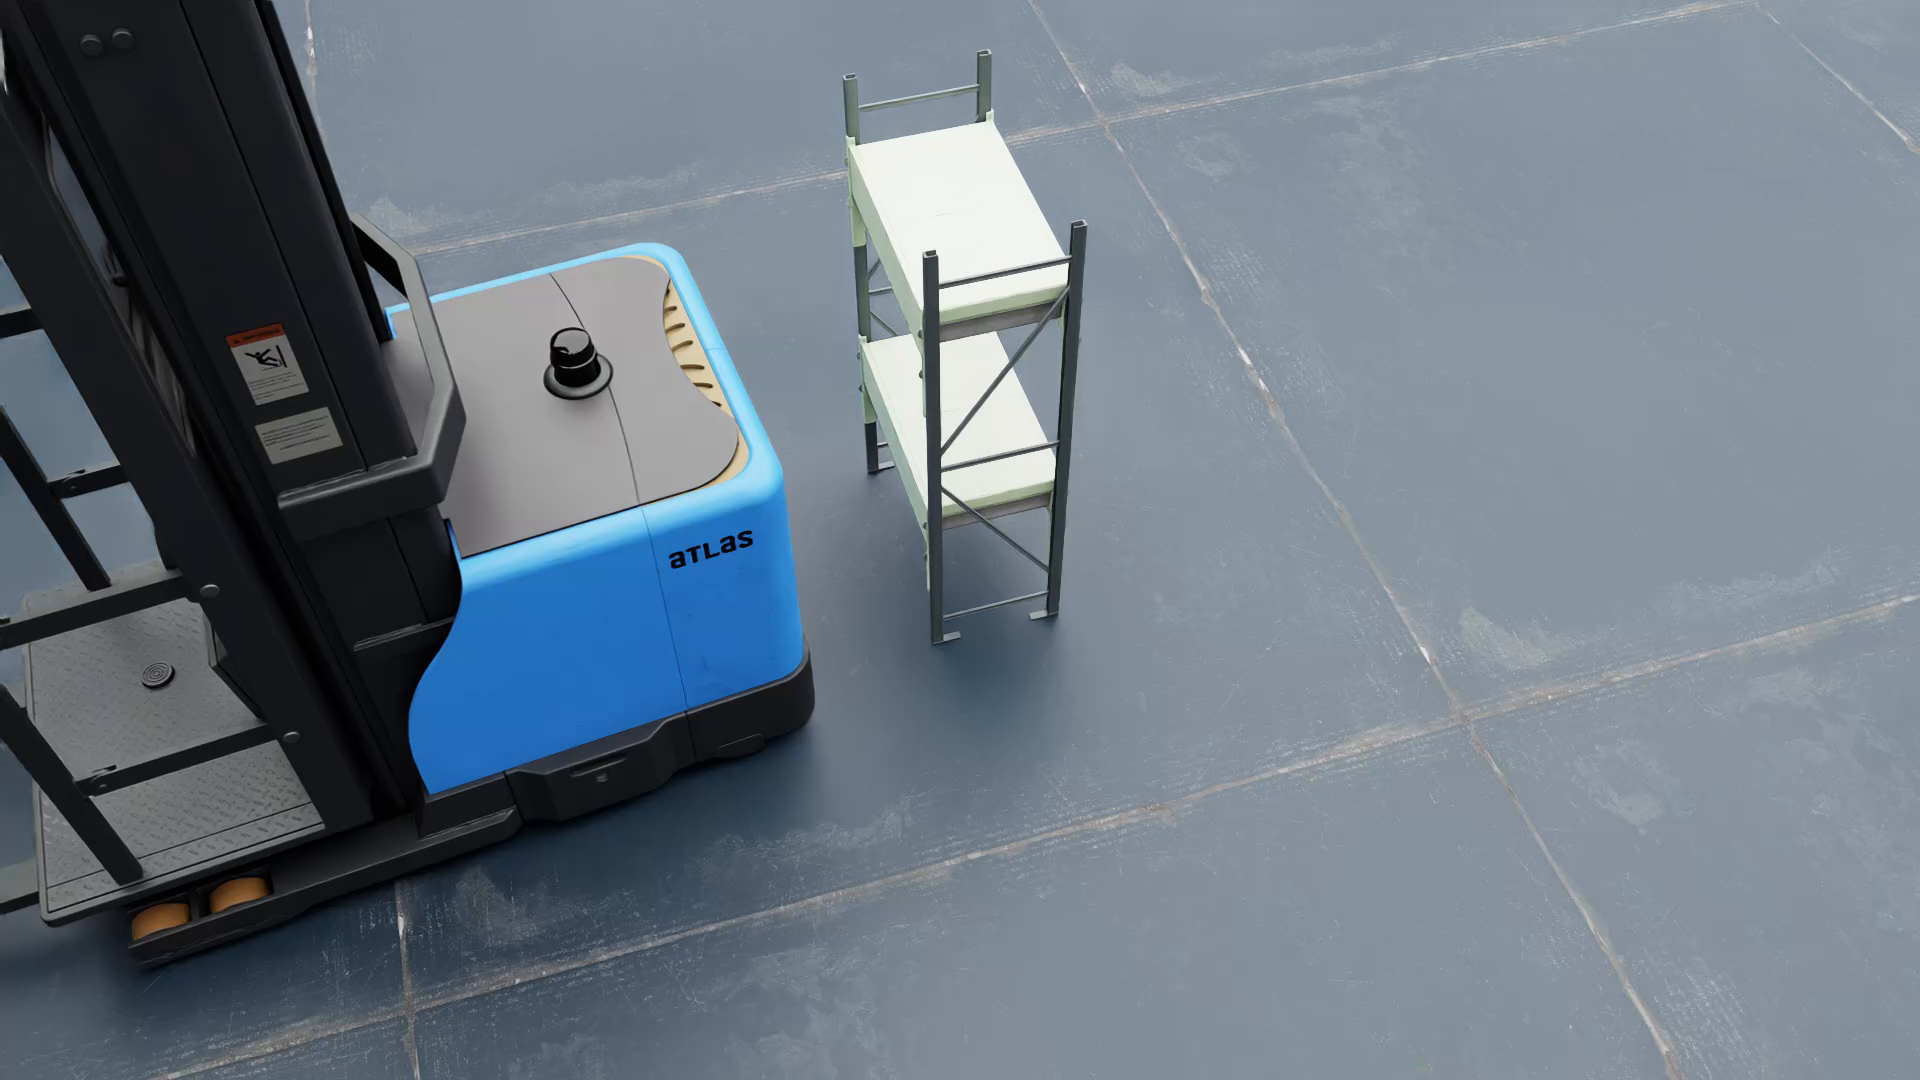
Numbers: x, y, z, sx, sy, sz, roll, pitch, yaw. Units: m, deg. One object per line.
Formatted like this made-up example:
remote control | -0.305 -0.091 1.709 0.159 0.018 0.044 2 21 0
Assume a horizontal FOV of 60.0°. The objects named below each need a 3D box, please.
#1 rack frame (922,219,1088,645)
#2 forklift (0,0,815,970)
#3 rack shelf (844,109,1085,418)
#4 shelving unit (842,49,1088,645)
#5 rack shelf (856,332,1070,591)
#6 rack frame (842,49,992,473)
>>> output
rack frame | 0.106 -0.221 4.455 0.400 1.500 0.023 -13 51 -11
forklift | -1.982 -0.314 3.597 3.031 2.935 1.130 -18 52 -14
rack shelf | -0.002 -0.740 4.382 0.431 0.370 0.720 -13 51 -11
shelving unit | -0.002 -0.488 4.681 0.431 1.500 0.755 -13 51 -11
rack shelf | -0.002 -0.278 4.930 0.431 0.370 0.720 -13 51 -11
rack frame | -0.110 -0.756 4.906 0.400 1.500 0.023 -13 51 -11
